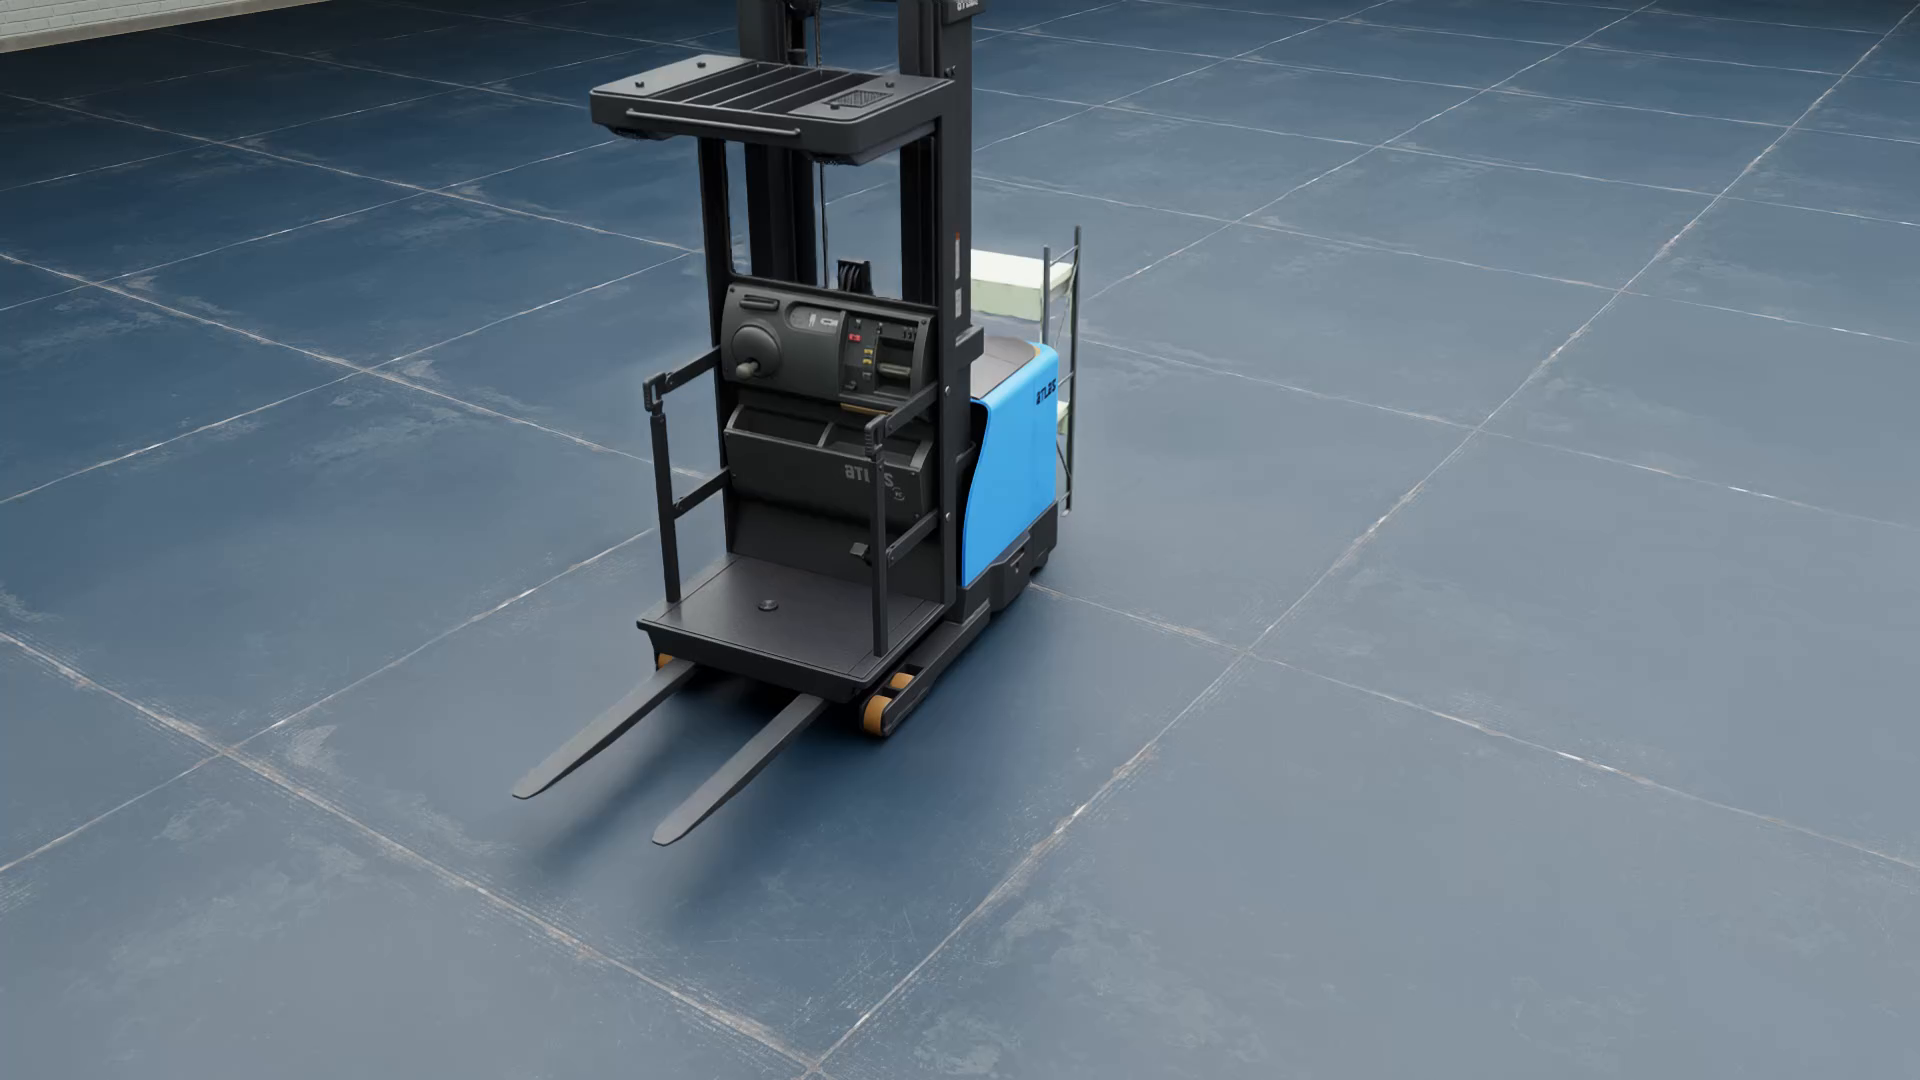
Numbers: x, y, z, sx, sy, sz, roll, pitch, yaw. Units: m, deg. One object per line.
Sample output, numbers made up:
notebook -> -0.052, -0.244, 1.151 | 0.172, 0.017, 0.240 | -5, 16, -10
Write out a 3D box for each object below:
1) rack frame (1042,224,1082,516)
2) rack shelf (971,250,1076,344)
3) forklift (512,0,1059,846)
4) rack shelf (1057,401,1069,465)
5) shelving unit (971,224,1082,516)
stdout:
rack frame -> 0.478, -0.745, 8.061 | 0.023, 1.500, 0.400 | 13, 30, 23
rack shelf -> 0.151, -1.167, 8.029 | 0.720, 0.370, 0.431 | 13, 30, 23
forklift -> -0.638, -0.742, 6.477 | 1.130, 2.935, 3.031 | 13, 30, 23
rack shelf -> 0.150, -0.528, 8.353 | 0.720, 0.370, 0.431 | 13, 30, 23
shelving unit -> 0.150, -0.819, 8.205 | 0.755, 1.500, 0.431 | 13, 30, 23
